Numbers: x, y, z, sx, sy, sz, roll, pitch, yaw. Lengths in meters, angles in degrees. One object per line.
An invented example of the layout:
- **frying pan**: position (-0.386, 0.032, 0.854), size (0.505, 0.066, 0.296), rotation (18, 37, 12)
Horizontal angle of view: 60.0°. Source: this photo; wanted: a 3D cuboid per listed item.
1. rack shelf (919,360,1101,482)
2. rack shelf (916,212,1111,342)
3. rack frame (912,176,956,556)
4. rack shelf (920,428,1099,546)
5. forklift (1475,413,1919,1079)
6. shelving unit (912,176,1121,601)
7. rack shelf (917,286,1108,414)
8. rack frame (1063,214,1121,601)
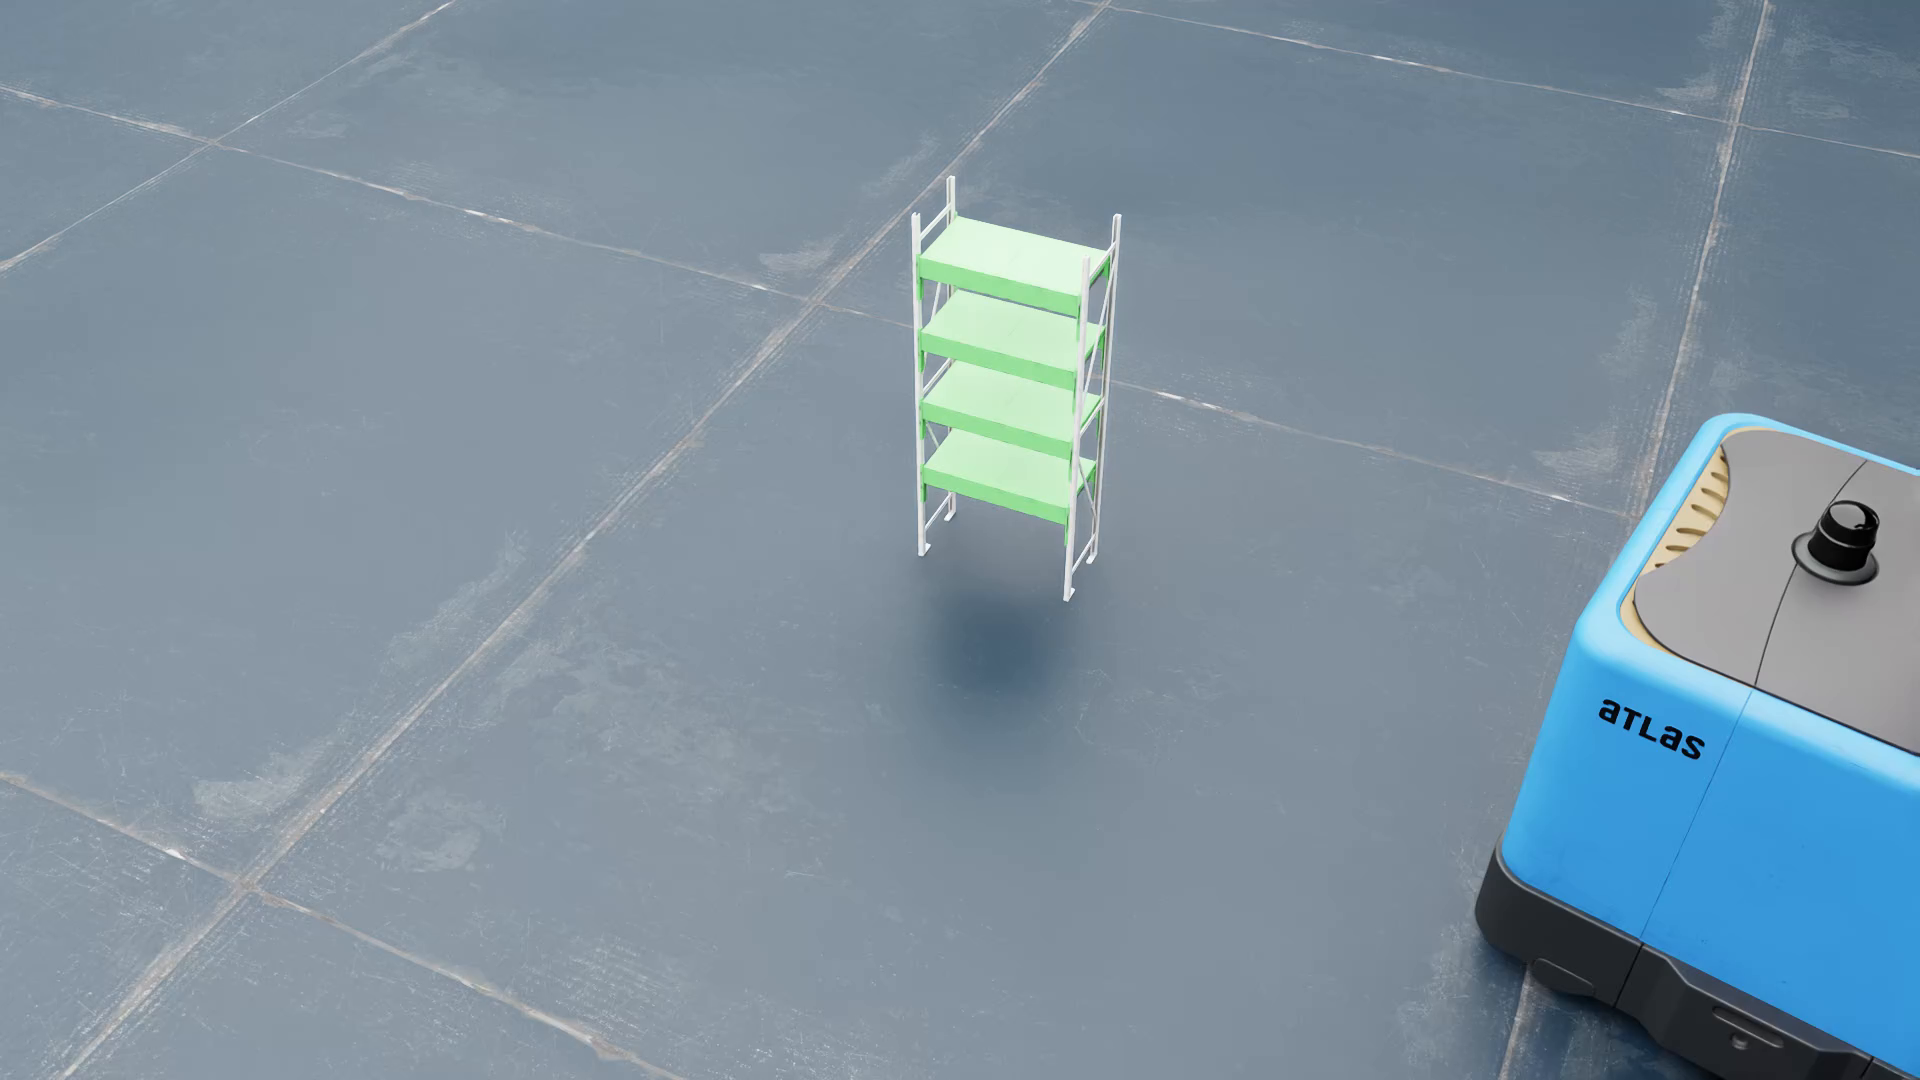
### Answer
- **rack shelf**: position (0.150, -0.359, 4.846), size (0.480, 0.148, 0.258), rotation (17, 44, 19)
- **rack shelf**: position (0.150, -0.722, 4.532), size (0.480, 0.148, 0.258), rotation (17, 44, 19)
- **rack frame**: position (-0.071, -0.475, 4.882), size (0.015, 1.200, 0.240), rotation (17, 44, 19)
- **rack shelf**: position (0.150, -0.178, 5.003), size (0.480, 0.148, 0.258), rotation (17, 44, 19)
- **forklift**: position (2.754, 0.195, 2.787), size (3.031, 2.935, 1.130), rotation (25, 47, 26)
- **shelving unit**: position (0.150, -0.408, 4.804), size (0.503, 1.200, 0.258), rotation (17, 44, 19)
- **rack shelf**: position (0.150, -0.541, 4.689), size (0.480, 0.148, 0.258), rotation (17, 44, 19)
- **rack frame**: position (0.371, -0.340, 4.726), size (0.015, 1.200, 0.240), rotation (17, 44, 19)
